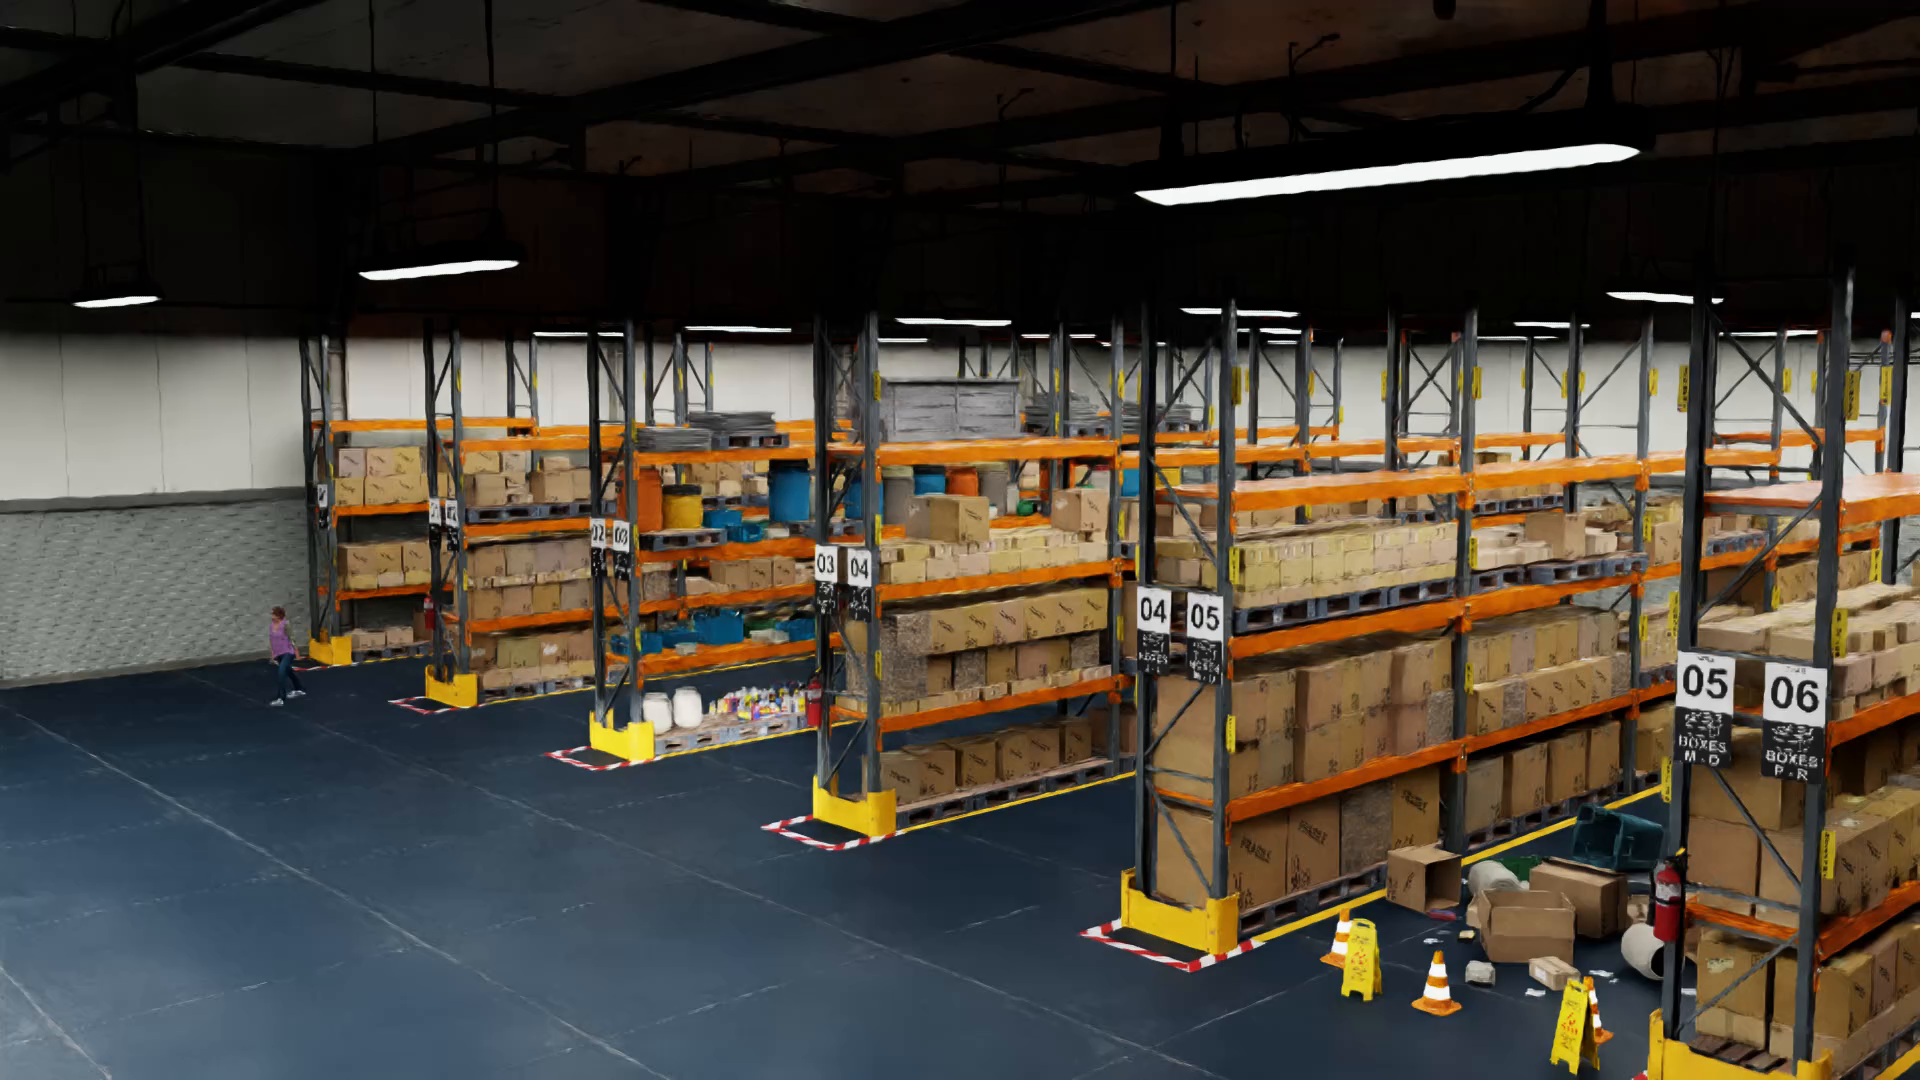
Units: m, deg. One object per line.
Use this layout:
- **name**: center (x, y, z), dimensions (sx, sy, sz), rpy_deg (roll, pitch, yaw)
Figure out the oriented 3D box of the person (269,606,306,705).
- **person**: center (-10.573, 1.773, 25.999), dimensions (0.451, 1.538, 0.880), rpy_deg (3, 6, 24)
